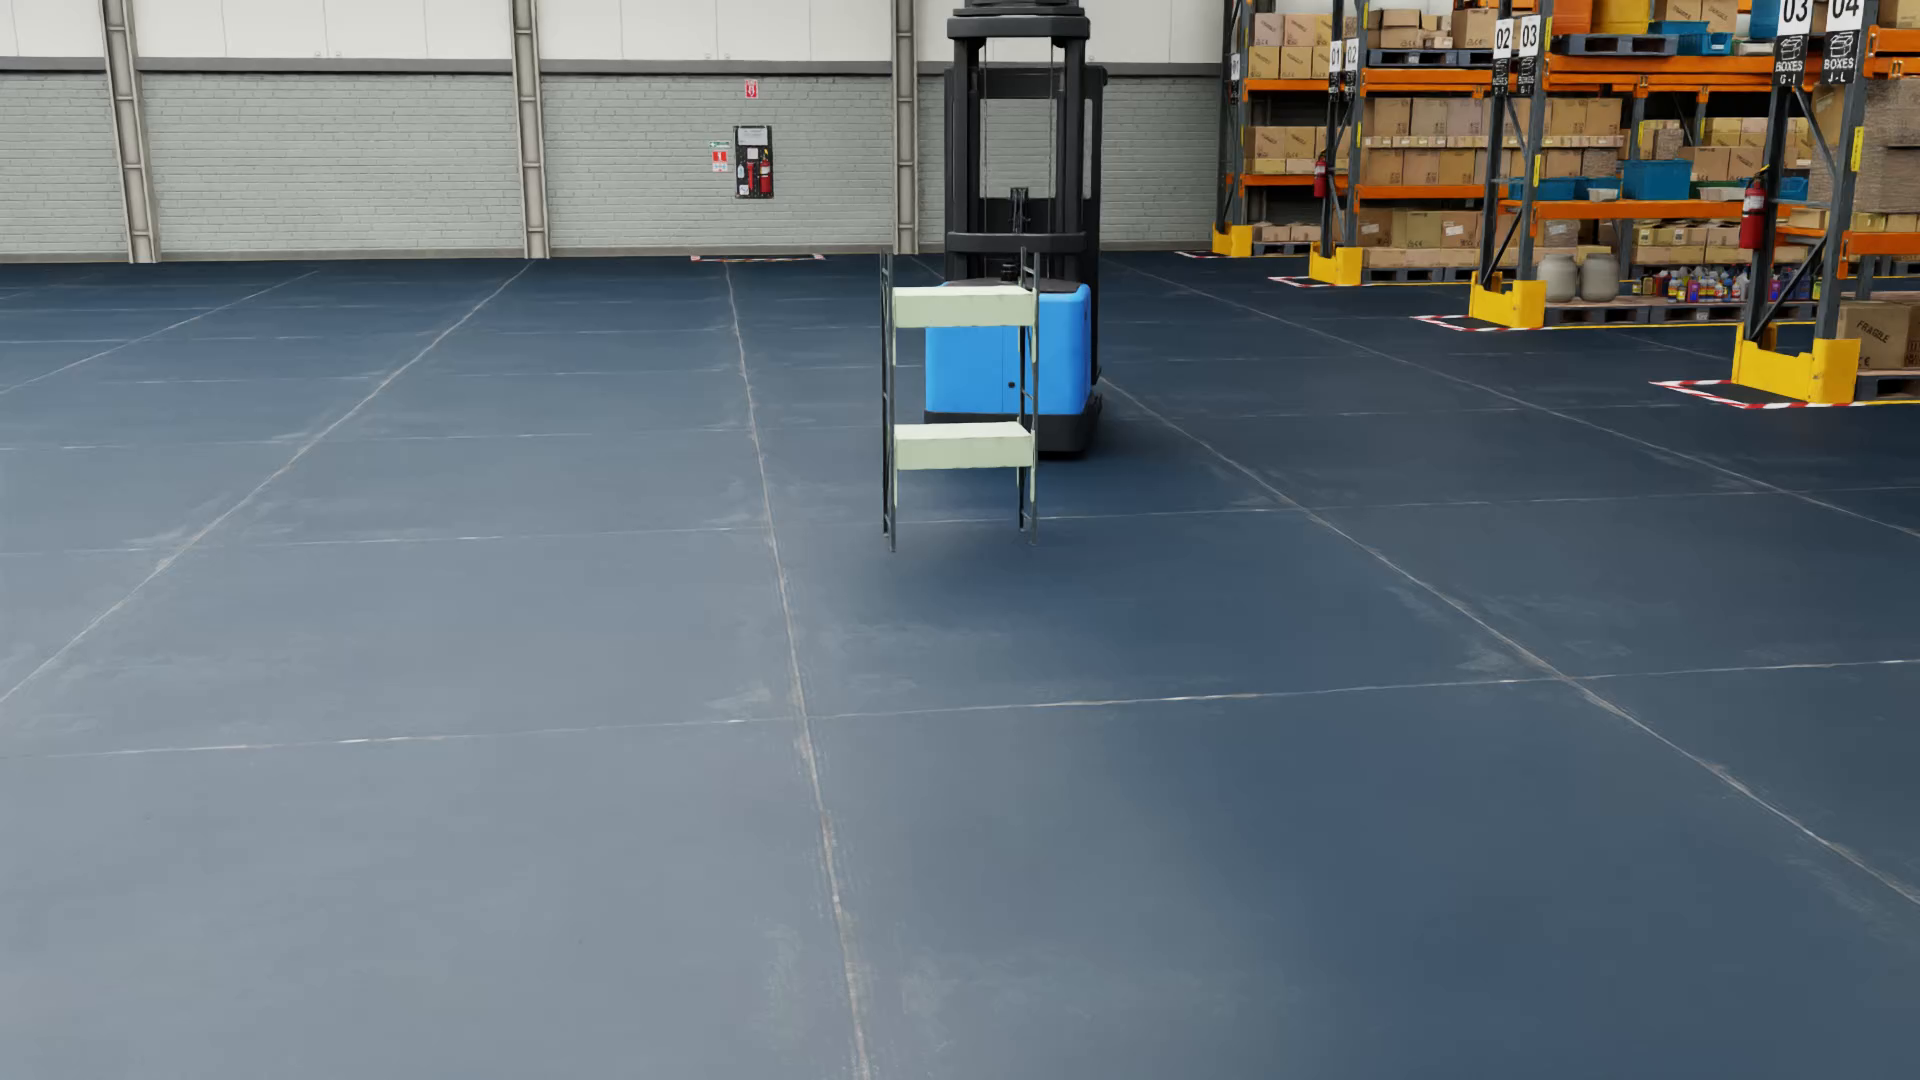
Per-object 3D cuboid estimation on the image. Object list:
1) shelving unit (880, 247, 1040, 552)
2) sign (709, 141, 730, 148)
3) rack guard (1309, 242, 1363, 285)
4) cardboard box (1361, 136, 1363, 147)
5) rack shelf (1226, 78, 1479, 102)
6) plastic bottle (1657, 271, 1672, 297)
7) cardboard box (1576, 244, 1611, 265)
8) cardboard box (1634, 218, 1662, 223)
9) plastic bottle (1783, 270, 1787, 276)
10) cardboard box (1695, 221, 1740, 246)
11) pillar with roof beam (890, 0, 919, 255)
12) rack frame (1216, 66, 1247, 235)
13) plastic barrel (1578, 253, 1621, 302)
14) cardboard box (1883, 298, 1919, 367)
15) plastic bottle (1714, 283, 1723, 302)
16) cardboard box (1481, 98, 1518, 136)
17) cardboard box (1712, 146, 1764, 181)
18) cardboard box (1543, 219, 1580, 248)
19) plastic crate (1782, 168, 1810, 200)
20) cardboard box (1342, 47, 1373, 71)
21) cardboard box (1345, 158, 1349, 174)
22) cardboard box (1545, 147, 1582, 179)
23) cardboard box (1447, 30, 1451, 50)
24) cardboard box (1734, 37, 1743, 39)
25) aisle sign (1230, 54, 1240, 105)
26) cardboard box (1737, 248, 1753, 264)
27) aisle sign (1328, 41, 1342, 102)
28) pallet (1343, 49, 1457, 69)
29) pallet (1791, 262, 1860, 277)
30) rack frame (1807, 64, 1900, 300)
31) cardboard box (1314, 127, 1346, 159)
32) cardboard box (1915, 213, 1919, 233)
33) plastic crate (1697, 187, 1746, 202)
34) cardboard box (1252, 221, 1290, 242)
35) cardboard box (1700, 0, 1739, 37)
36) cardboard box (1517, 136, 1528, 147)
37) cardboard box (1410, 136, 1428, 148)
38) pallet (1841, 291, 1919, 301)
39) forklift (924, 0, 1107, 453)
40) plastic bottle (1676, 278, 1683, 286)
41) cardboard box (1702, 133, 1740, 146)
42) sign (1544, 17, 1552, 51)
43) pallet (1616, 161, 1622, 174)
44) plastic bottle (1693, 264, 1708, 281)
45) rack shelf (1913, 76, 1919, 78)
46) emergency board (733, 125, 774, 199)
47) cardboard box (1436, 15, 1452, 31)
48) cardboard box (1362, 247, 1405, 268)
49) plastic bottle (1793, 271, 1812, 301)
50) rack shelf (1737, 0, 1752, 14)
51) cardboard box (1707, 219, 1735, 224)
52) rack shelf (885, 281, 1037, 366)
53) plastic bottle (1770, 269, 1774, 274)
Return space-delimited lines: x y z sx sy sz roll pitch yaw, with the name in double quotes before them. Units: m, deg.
"shelving unit" -0.007 -0.727 8.538 0.755 1.500 0.431 -2 14 -8
"sign" -3.915 -6.444 27.087 0.331 0.109 0.001 -2 14 -8
"rack guard" 5.178 -3.826 22.952 0.348 0.500 1.175 -2 14 -8
"cardboard box" 5.551 -5.463 22.798 0.250 0.149 0.380 -2 14 -9
"rack shelf" 6.438 -7.410 27.413 4.000 0.370 1.077 -2 14 -8
"plastic bottle" 7.956 -2.893 18.770 0.133 0.283 0.061 -2 14 -8
"cardboard box" 8.731 -3.985 23.236 0.500 0.250 0.500 -2 14 -8
"cardboard box" 11.666 -5.483 28.654 0.500 0.500 0.700 -2 14 -8
"plastic bottle" 9.511 -2.977 19.130 0.097 0.271 0.097 0 14 0
"cardboard box" 10.610 -4.318 23.408 0.500 0.311 0.500 -3 14 -10
"pillar with roof beam" -0.269 -8.122 22.607 0.400 9.000 9.100 -2 14 -8
"rack frame" 4.460 -6.231 27.402 0.127 3.000 1.000 -2 14 -8
"plastic barrel" 7.071 -2.905 18.392 0.421 0.512 0.421 0 14 0
"cardboard box" 7.880 -1.696 13.595 0.500 0.500 0.500 2 14 6
"plastic bottle" 8.311 -2.715 18.228 0.097 0.201 0.097 0 14 0
"cardboard box" 7.230 -5.790 22.771 0.500 0.500 0.700 -2 14 -8
"cardboard box" 10.935 -5.294 23.461 0.500 0.500 0.500 -2 14 -8
"cardboard box" 8.235 -4.334 23.083 0.500 0.500 0.500 -2 14 -8
"plastic crate" 9.354 -3.975 18.531 0.504 0.338 0.767 -2 14 -8
"cardboard box" 6.404 -7.751 27.051 0.500 0.500 0.500 -1 14 -5
"cardboard box" 6.506 -6.166 27.411 0.500 0.250 0.500 -2 14 -8
"cardboard box" 8.198 -5.195 23.064 0.500 0.500 0.700 -2 14 -9
"cardboard box" 6.851 -6.848 22.729 0.500 0.311 0.500 0 14 -2
"cardboard box" 12.832 -8.269 28.251 0.500 0.500 0.700 -3 14 -13
"aisle sign" 4.433 -7.417 26.787 0.004 0.787 0.394 -2 14 -8
"cardboard box" 11.113 -4.066 23.556 0.500 0.250 0.500 -2 14 -7
"aisle sign" 5.093 -6.369 22.607 0.004 0.787 0.394 -2 14 -8
"pallet" 5.905 -6.471 22.374 1.213 0.211 1.003 -2 14 -8
"pallet" 12.292 -3.957 24.065 1.213 0.211 1.003 -2 14 -8
"rack frame" 9.891 -3.993 18.478 0.127 3.000 1.000 -2 14 -8
"cardboard box" 5.979 -6.510 27.238 0.500 0.500 0.500 -3 14 -10
"cardboard box" 7.490 -2.498 13.032 0.250 0.149 0.380 -2 14 -8
"plastic crate" 8.323 -3.745 18.032 0.437 0.136 0.530 -2 14 -8
"cardboard box" 5.157 -5.144 27.689 0.500 0.311 0.500 -4 15 -15
"cardboard box" 10.332 -7.173 22.896 0.500 0.500 0.500 -1 14 -3
"cardboard box" 7.664 -5.441 22.711 0.250 0.149 0.380 -2 14 -7
"cardboard box" 6.129 -5.384 22.486 0.250 0.149 0.380 -2 14 -8
"pallet" 10.662 -2.678 18.967 1.213 0.211 1.003 -2 14 -8
"forklift" 0.466 -2.298 11.858 1.130 2.935 3.031 2 14 7
"plastic bottle" 8.114 -2.854 18.786 0.097 0.201 0.097 0 14 0
"cardboard box" 12.889 -6.680 28.332 0.500 0.500 0.500 -2 14 -7
"sign" 6.013 -5.175 17.005 0.005 0.325 0.100 -2 14 -8
"pallet" 10.419 -6.346 28.256 1.213 0.211 1.003 -2 14 -8
"plastic bottle" 8.424 -2.970 18.939 0.185 0.351 0.144 -2 14 -9
"rack shelf" 15.090 -6.508 23.819 4.000 0.370 1.077 -2 14 -8
"emergency board" -3.359 -6.167 27.145 0.643 1.169 0.194 -2 14 -8
"cardboard box" 7.960 -8.291 27.146 0.500 0.500 0.500 -3 14 -13
"cardboard box" 5.765 -3.876 22.799 0.500 0.250 0.500 -2 14 -8
"plastic bottle" 9.297 -2.829 18.377 0.185 0.351 0.144 -2 14 -10
"rack shelf" 14.348 -8.960 28.253 4.000 0.370 1.077 -2 14 -8
"cardboard box" 11.019 -4.466 23.998 0.500 0.311 0.500 -2 14 -9
"rack shelf" -0.007 -1.106 8.443 0.720 0.370 0.431 -2 14 -8
"plastic bottle" 9.212 -2.939 18.954 0.133 0.283 0.061 -2 14 -8
